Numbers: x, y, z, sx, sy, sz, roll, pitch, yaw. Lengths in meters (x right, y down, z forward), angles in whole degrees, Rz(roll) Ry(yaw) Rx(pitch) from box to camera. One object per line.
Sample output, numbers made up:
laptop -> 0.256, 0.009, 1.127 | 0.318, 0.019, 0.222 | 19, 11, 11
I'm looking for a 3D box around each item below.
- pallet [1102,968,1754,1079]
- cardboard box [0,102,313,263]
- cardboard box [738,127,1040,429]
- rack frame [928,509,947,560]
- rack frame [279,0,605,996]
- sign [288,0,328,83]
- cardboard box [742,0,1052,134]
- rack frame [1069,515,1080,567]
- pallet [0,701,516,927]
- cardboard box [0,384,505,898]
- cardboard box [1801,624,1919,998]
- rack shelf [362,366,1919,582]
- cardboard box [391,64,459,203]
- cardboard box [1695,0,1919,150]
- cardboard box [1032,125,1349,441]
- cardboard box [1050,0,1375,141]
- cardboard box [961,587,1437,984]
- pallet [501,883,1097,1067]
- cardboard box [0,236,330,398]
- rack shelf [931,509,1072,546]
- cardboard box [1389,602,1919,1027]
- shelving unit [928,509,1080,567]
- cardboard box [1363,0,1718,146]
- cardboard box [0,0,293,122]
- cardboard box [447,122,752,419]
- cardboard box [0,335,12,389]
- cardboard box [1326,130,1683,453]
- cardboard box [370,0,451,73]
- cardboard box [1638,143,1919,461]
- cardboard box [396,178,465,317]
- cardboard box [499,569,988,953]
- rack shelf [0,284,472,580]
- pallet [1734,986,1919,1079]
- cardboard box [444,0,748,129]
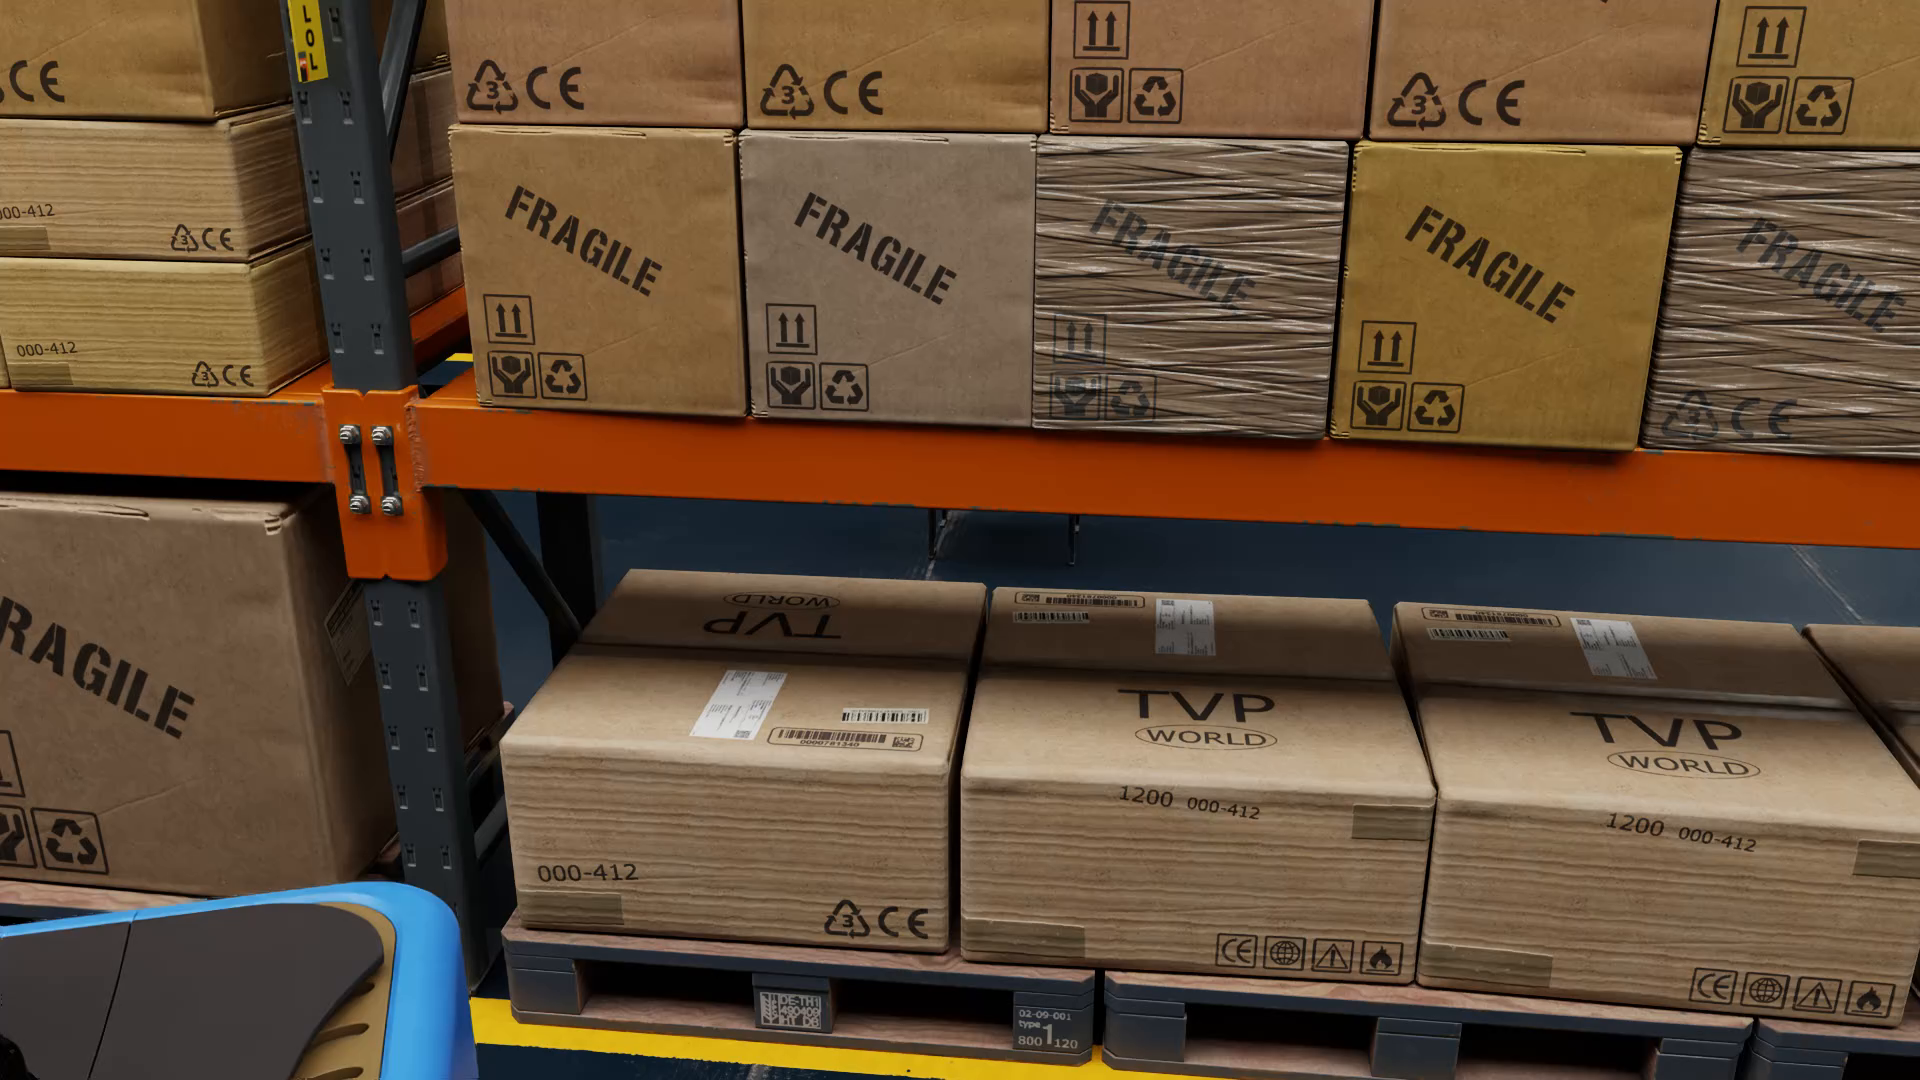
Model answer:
pallet -> 0.936, 0.792, 3.649 | 1.213, 0.211, 1.003 | 2, 22, 6
cardboard box -> -1.491, -0.711, 3.183 | 0.500, 0.250, 0.500 | 2, 22, 6
cardboard box -> -0.091, -0.525, 3.053 | 0.500, 0.500, 0.500 | 3, 22, 7
rack frame -> -0.078, -0.980, 5.562 | 0.015, 2.100, 0.400 | 2, 22, 6
rack frame -> -1.025, -0.618, 3.423 | 0.127, 3.000, 1.000 | 2, 22, 6
sign -> -1.079, -0.921, 2.723 | 0.005, 0.325, 0.100 | 2, 22, 6
cardboard box -> -0.080, -0.996, 2.884 | 0.500, 0.500, 0.500 | 2, 22, 6
rack frame -> 0.407, -0.959, 5.509 | 0.015, 2.100, 0.400 | 2, 22, 6
pallet -> -1.800, 0.673, 3.951 | 1.213, 0.211, 1.003 | 2, 22, 6
cardboard box -> -1.650, 0.177, 3.731 | 0.875, 0.875, 0.875 | 3, 22, 8
cardboard box -> 2.280, 0.559, 3.359 | 0.875, 0.438, 0.875 | 2, 22, 4
rack shelf -> 0.961, -0.197, 3.337 | 4.000, 0.370, 1.077 | 2, 22, 6
cardboard box -> -1.429, -0.903, 3.668 | 0.500, 0.250, 0.500 | 2, 22, 5
cardboard box -> 1.427, -0.925, 2.703 | 0.500, 0.500, 0.500 | 2, 22, 6
cardboard box -> 0.402, -0.502, 2.993 | 0.500, 0.500, 0.500 | 3, 22, 7
cardboard box -> 0.428, -0.970, 2.818 | 0.500, 0.500, 0.500 | 3, 22, 7
cardboard box -> 0.475, 0.483, 3.552 | 0.875, 0.438, 0.875 | 2, 22, 5
pallet -> -0.279, 0.740, 3.781 | 1.213, 0.211, 1.003 | 2, 22, 6
cardboard box -> -1.500, -0.476, 3.267 | 0.500, 0.250, 0.500 | 2, 22, 5
rack shelf -> 0.164, -0.306, 5.798 | 0.480, 0.518, 0.431 | 2, 22, 6
cardboard box -> 1.370, 0.523, 3.452 | 0.875, 0.438, 0.875 | 3, 22, 8
shelving unit -> 0.164, -0.969, 5.536 | 0.503, 2.100, 0.431 | 2, 22, 6
cardboard box -> 0.928, -0.947, 2.760 | 0.500, 0.500, 0.500 | 2, 22, 6
cardboard box -> -1.498, -1.057, 3.038 | 0.500, 0.500, 0.500 | 3, 22, 8
cardboard box -> -0.590, -0.549, 3.112 | 0.500, 0.500, 0.500 | 3, 22, 8
cardboard box -> -2.006, -0.498, 3.324 | 0.500, 0.250, 0.500 | 2, 22, 6
cardboard box -> 0.914, -0.479, 2.936 | 0.500, 0.500, 0.500 | 3, 22, 8
cardboard box -> -1.428, -1.254, 3.535 | 0.500, 0.500, 0.500 | 3, 22, 7
cardboard box -> 1.428, -0.462, 2.892 | 0.500, 0.500, 0.500 | 3, 22, 8
cardboard box -> -1.431, -0.664, 3.743 | 0.500, 0.250, 0.500 | 2, 22, 5
cardboard box -> -0.414, 0.444, 3.649 | 0.875, 0.438, 0.875 | 2, 22, 6
rack shelf -> -3.011, -0.370, 3.774 | 4.000, 0.370, 1.077 | 2, 22, 6
pallet -> 2.144, 0.846, 3.513 | 1.213, 0.211, 1.003 | 2, 22, 6
cardboard box -> -0.581, -1.021, 2.945 | 0.500, 0.500, 0.500 | 3, 22, 7
